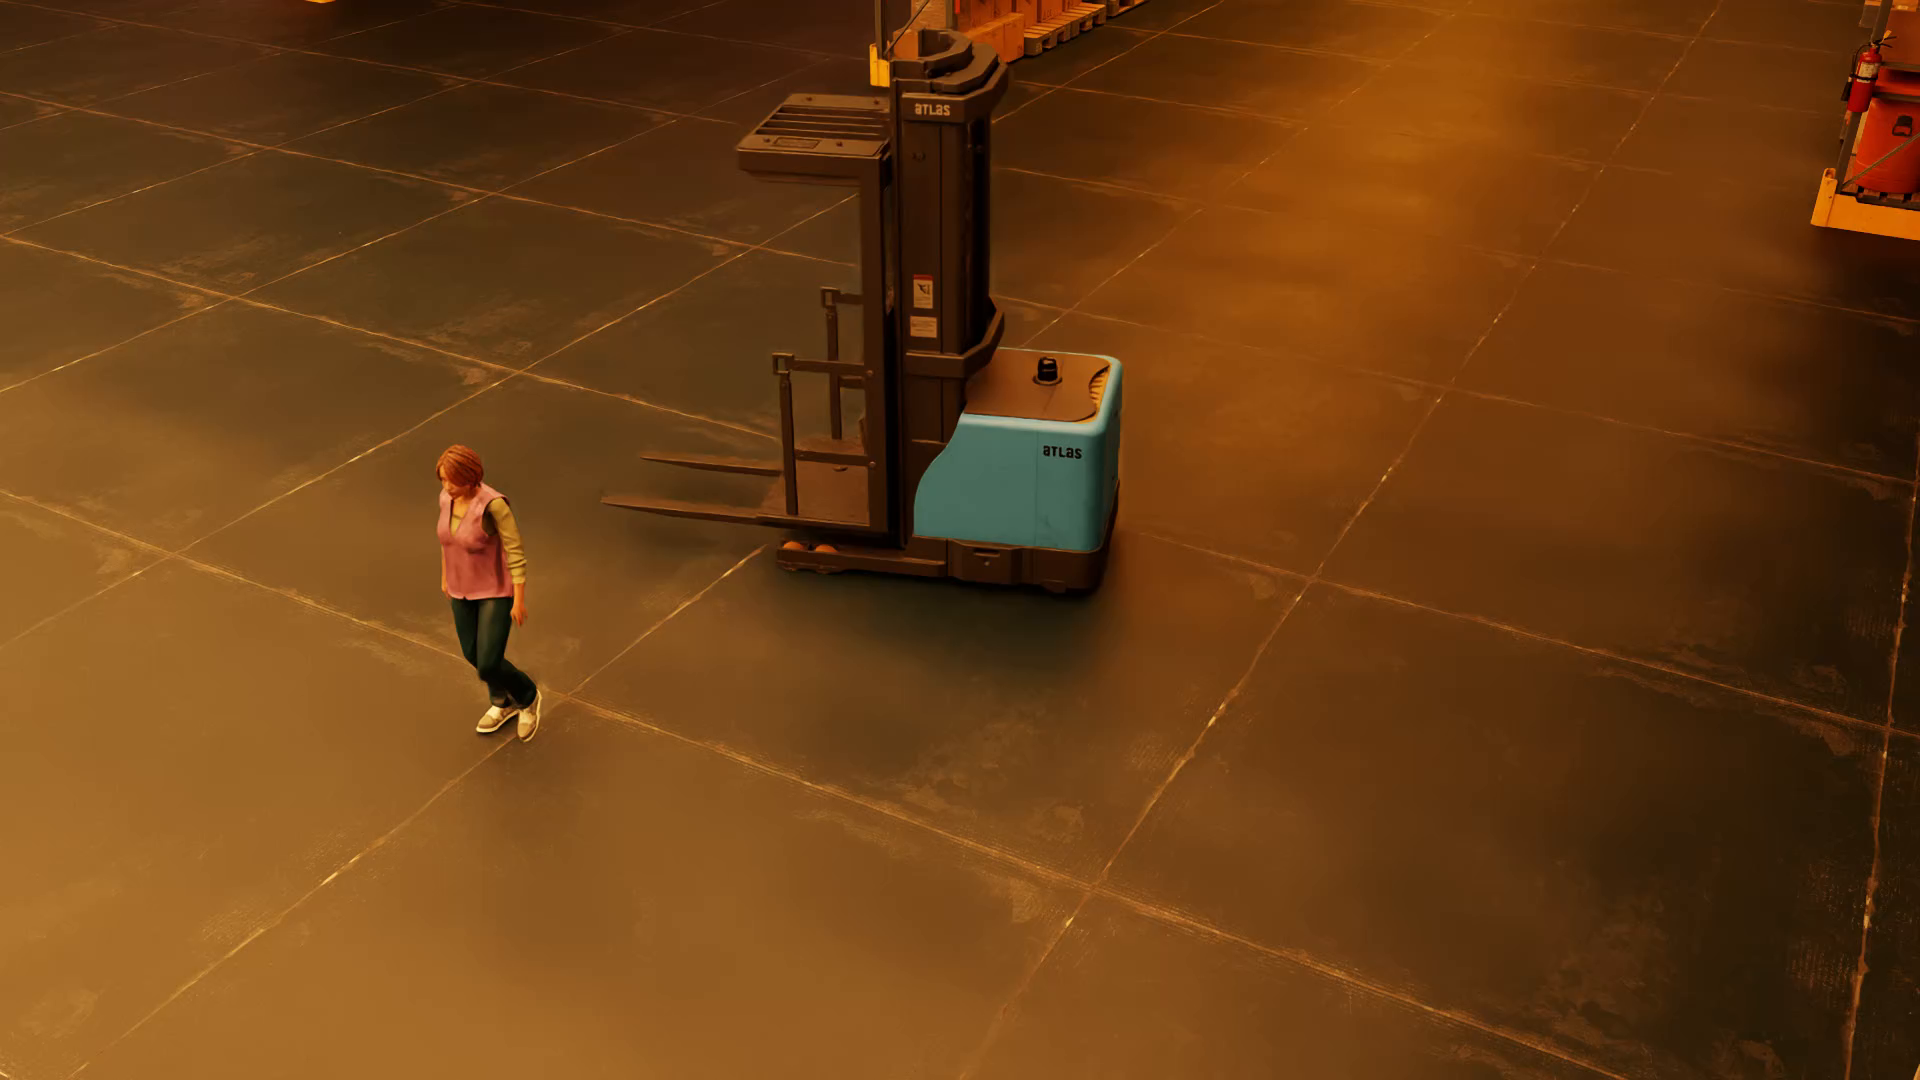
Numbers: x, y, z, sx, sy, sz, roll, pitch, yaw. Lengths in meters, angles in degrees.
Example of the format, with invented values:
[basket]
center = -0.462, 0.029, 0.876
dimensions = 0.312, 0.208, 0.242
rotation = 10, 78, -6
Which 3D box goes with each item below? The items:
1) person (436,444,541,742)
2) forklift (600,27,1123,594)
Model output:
[person]
center = -2.302, 0.276, 7.950
dimensions = 0.534, 1.578, 0.425
rotation = 14, 33, 23
[forklift]
center = -0.606, -1.323, 9.363
dimensions = 3.031, 2.935, 1.130
rotation = 6, 30, 10
